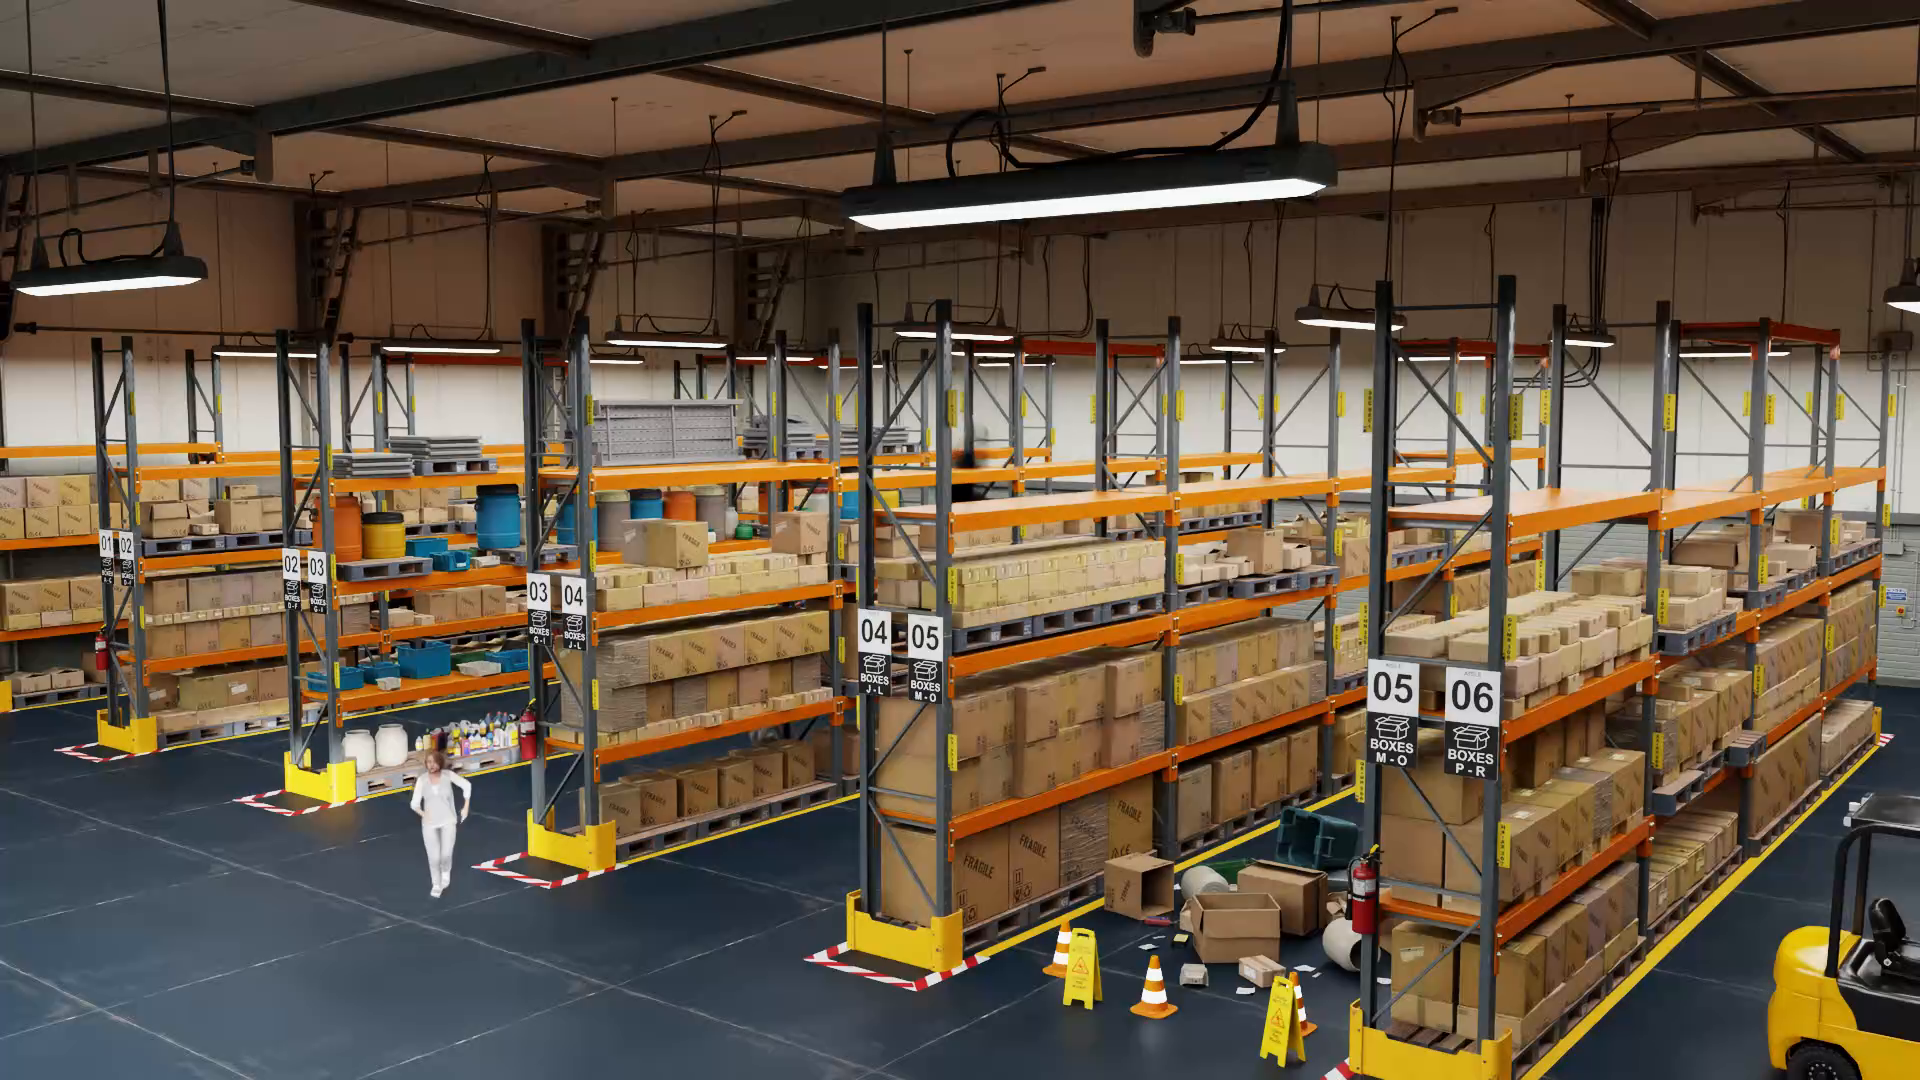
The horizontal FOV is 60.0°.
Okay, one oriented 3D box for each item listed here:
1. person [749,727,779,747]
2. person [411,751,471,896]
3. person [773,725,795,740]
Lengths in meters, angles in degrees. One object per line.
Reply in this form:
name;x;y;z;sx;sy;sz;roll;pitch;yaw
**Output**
person;-2.720;2.330;23.126;0.612;1.646;0.579;4;6;37
person;-5.294;2.922;16.959;0.571;1.535;0.690;-1;5;-9
person;-2.656;2.219;24.148;0.640;1.705;0.645;3;6;28
